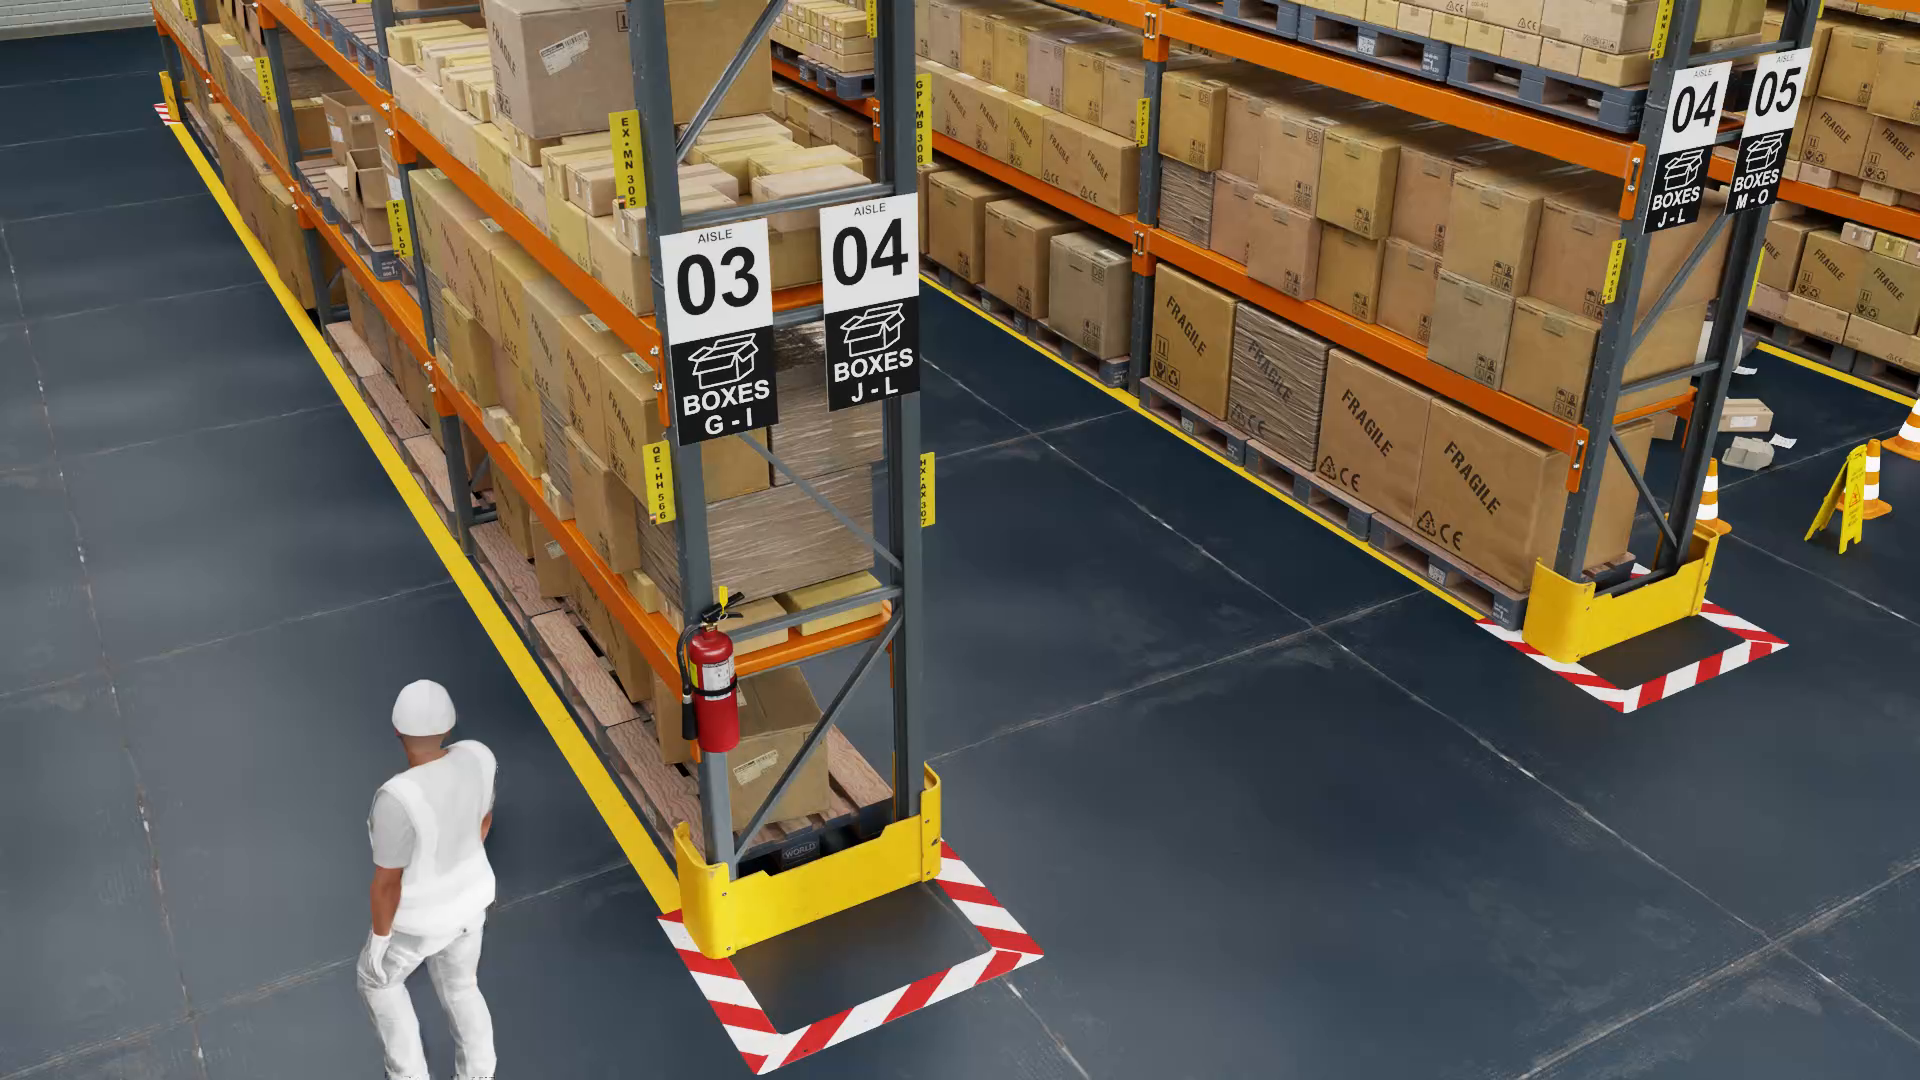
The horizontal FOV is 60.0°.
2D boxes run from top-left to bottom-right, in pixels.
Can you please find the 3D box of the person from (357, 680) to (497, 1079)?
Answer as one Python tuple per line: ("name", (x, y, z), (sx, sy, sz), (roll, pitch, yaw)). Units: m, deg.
("person", (-1.955, 1.329, 6.085), (0.463, 1.770, 0.677), (13, 31, 22))
